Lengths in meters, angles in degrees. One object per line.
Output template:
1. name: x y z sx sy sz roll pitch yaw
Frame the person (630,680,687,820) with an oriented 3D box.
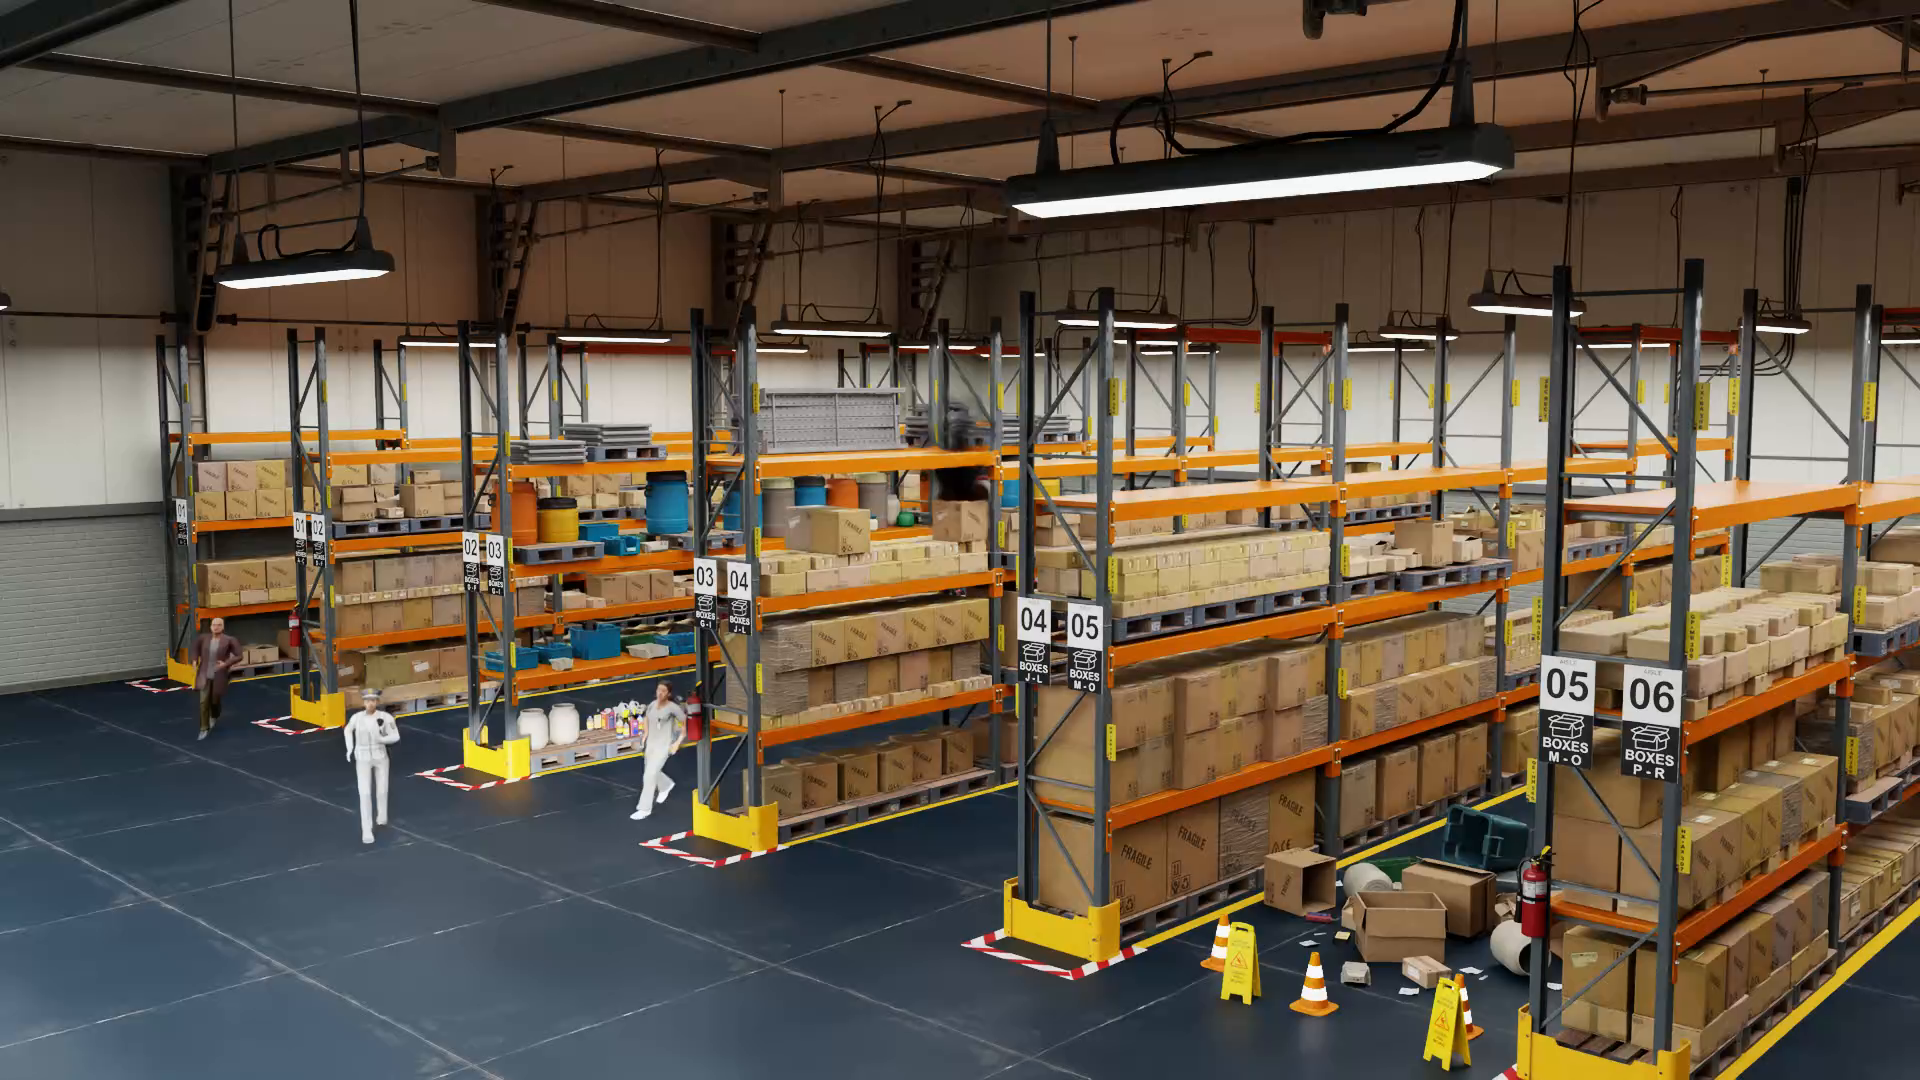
1. person: -3.541 2.483 19.907 0.646 1.636 0.825 3 6 30

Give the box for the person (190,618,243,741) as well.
1. person: -10.962 2.020 24.521 0.755 1.747 0.875 -1 5 -11

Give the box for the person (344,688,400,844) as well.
1. person: -6.701 2.518 18.970 0.606 1.693 0.904 -2 6 -18
